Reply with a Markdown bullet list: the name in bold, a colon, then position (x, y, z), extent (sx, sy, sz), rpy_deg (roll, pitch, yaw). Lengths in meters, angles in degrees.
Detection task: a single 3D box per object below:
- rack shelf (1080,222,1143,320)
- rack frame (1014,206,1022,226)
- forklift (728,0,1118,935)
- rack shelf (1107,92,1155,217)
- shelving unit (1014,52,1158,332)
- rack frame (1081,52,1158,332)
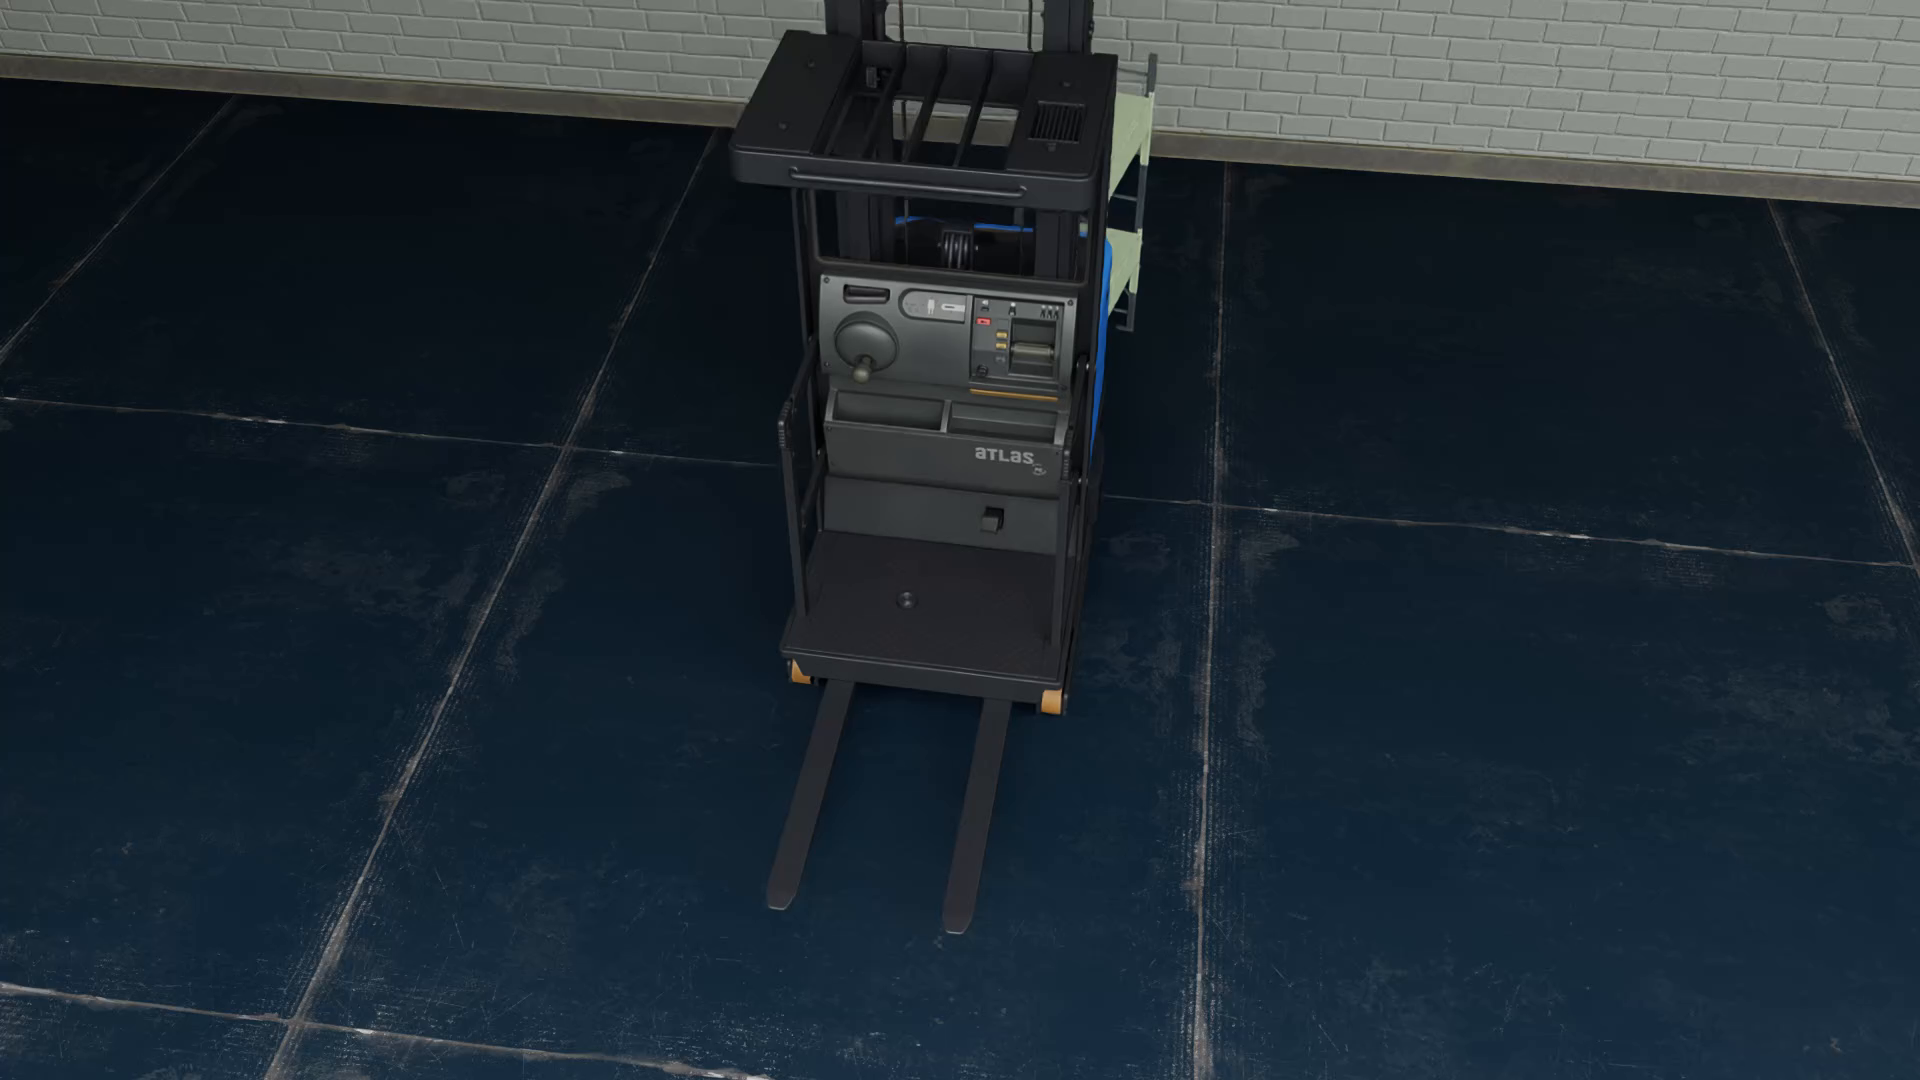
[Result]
- **rack shelf**: position (0.556, -1.178, 7.899), extent (0.431, 0.370, 0.720), rpy_deg (14, 45, 15)
- **rack frame**: position (0.428, -1.179, 7.426), extent (0.400, 1.500, 0.023), rpy_deg (14, 45, 15)
- **forklift**: position (-0.080, -0.648, 5.825), extent (1.130, 2.935, 3.031), rpy_deg (6, 44, 7)
- **rack shelf**: position (0.556, -1.698, 7.407), extent (0.431, 0.370, 0.720), rpy_deg (14, 45, 15)
- **shelving unit**: position (0.556, -1.415, 7.675), extent (0.431, 1.500, 0.755), rpy_deg (14, 45, 15)
- **rack frame**: position (0.685, -1.650, 7.924), extent (0.400, 1.500, 0.023), rpy_deg (14, 45, 15)
